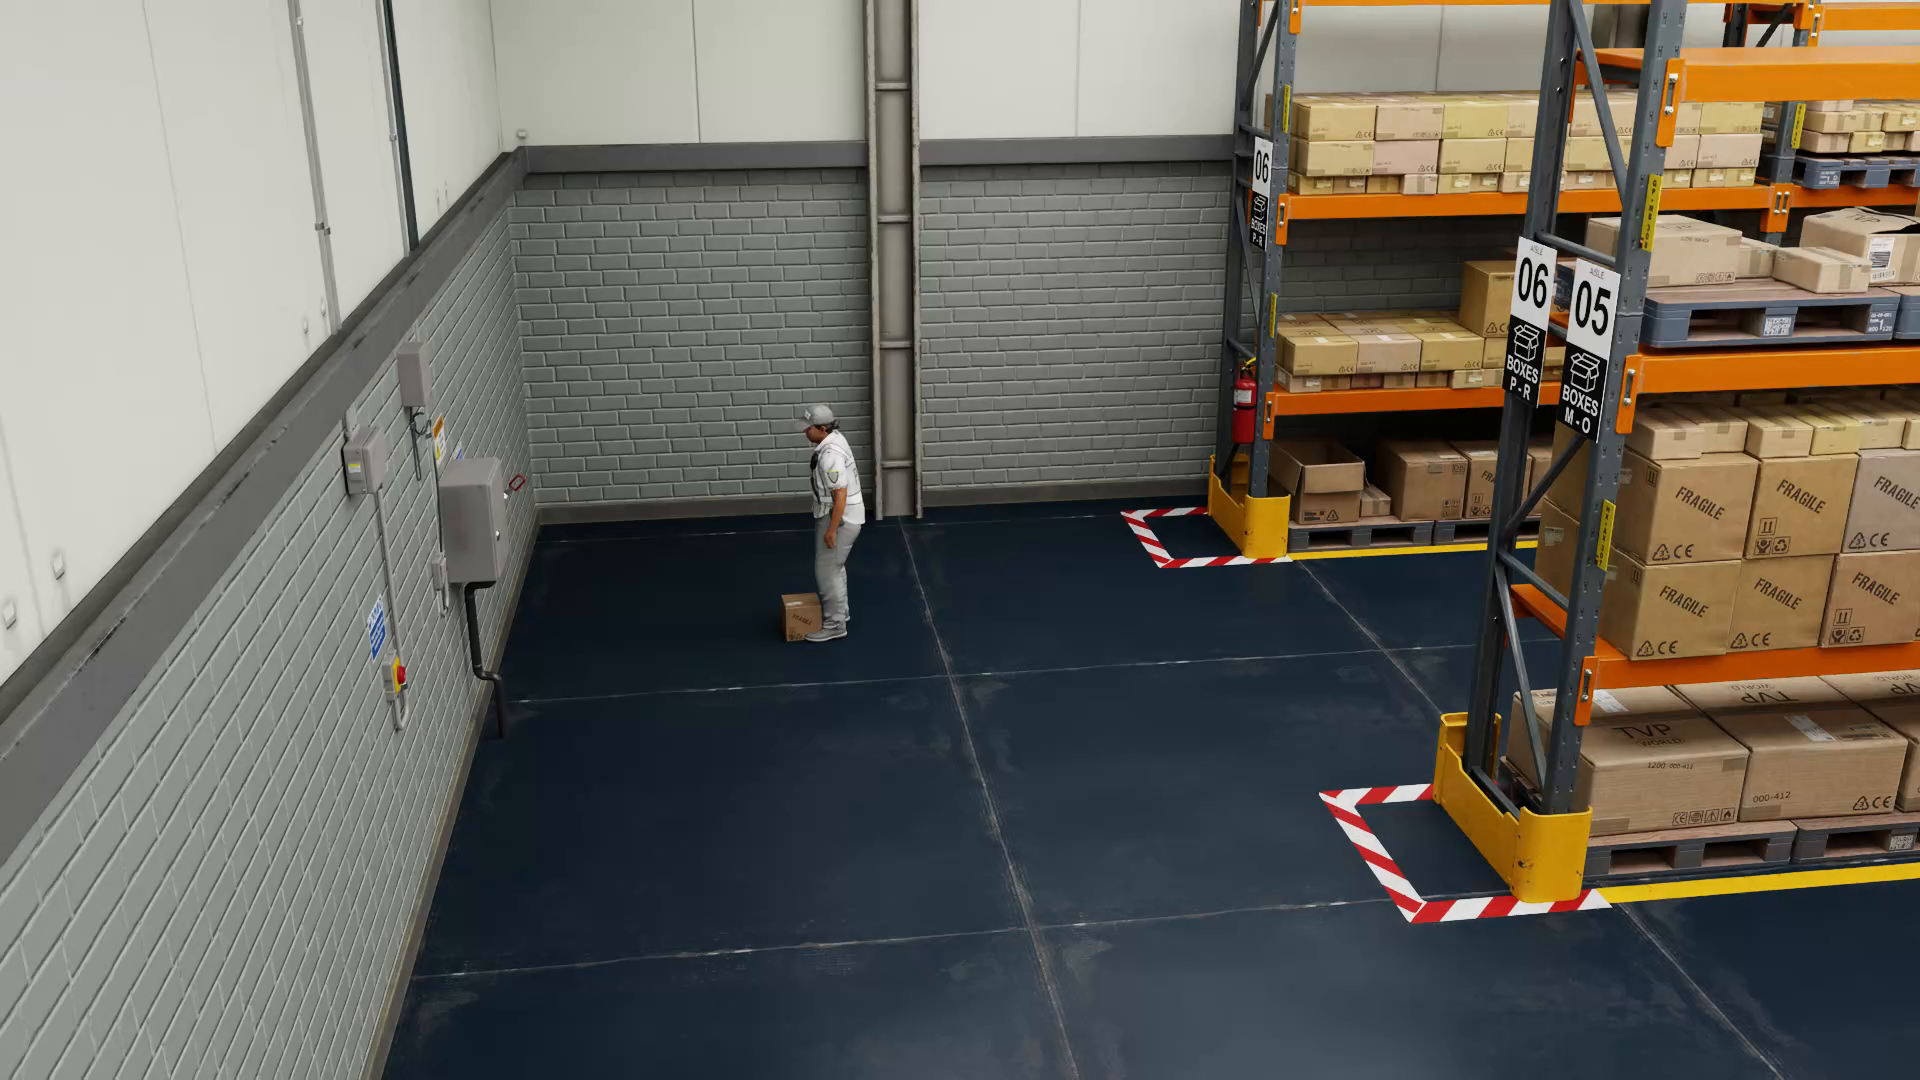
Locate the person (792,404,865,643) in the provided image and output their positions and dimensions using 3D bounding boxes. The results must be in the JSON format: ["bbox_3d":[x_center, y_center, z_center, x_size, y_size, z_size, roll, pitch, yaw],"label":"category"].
[{"bbox_3d":[-0.897,-0.138,11.442,0.472,1.666,0.546,-3,20,-8],"label":"person"}]
